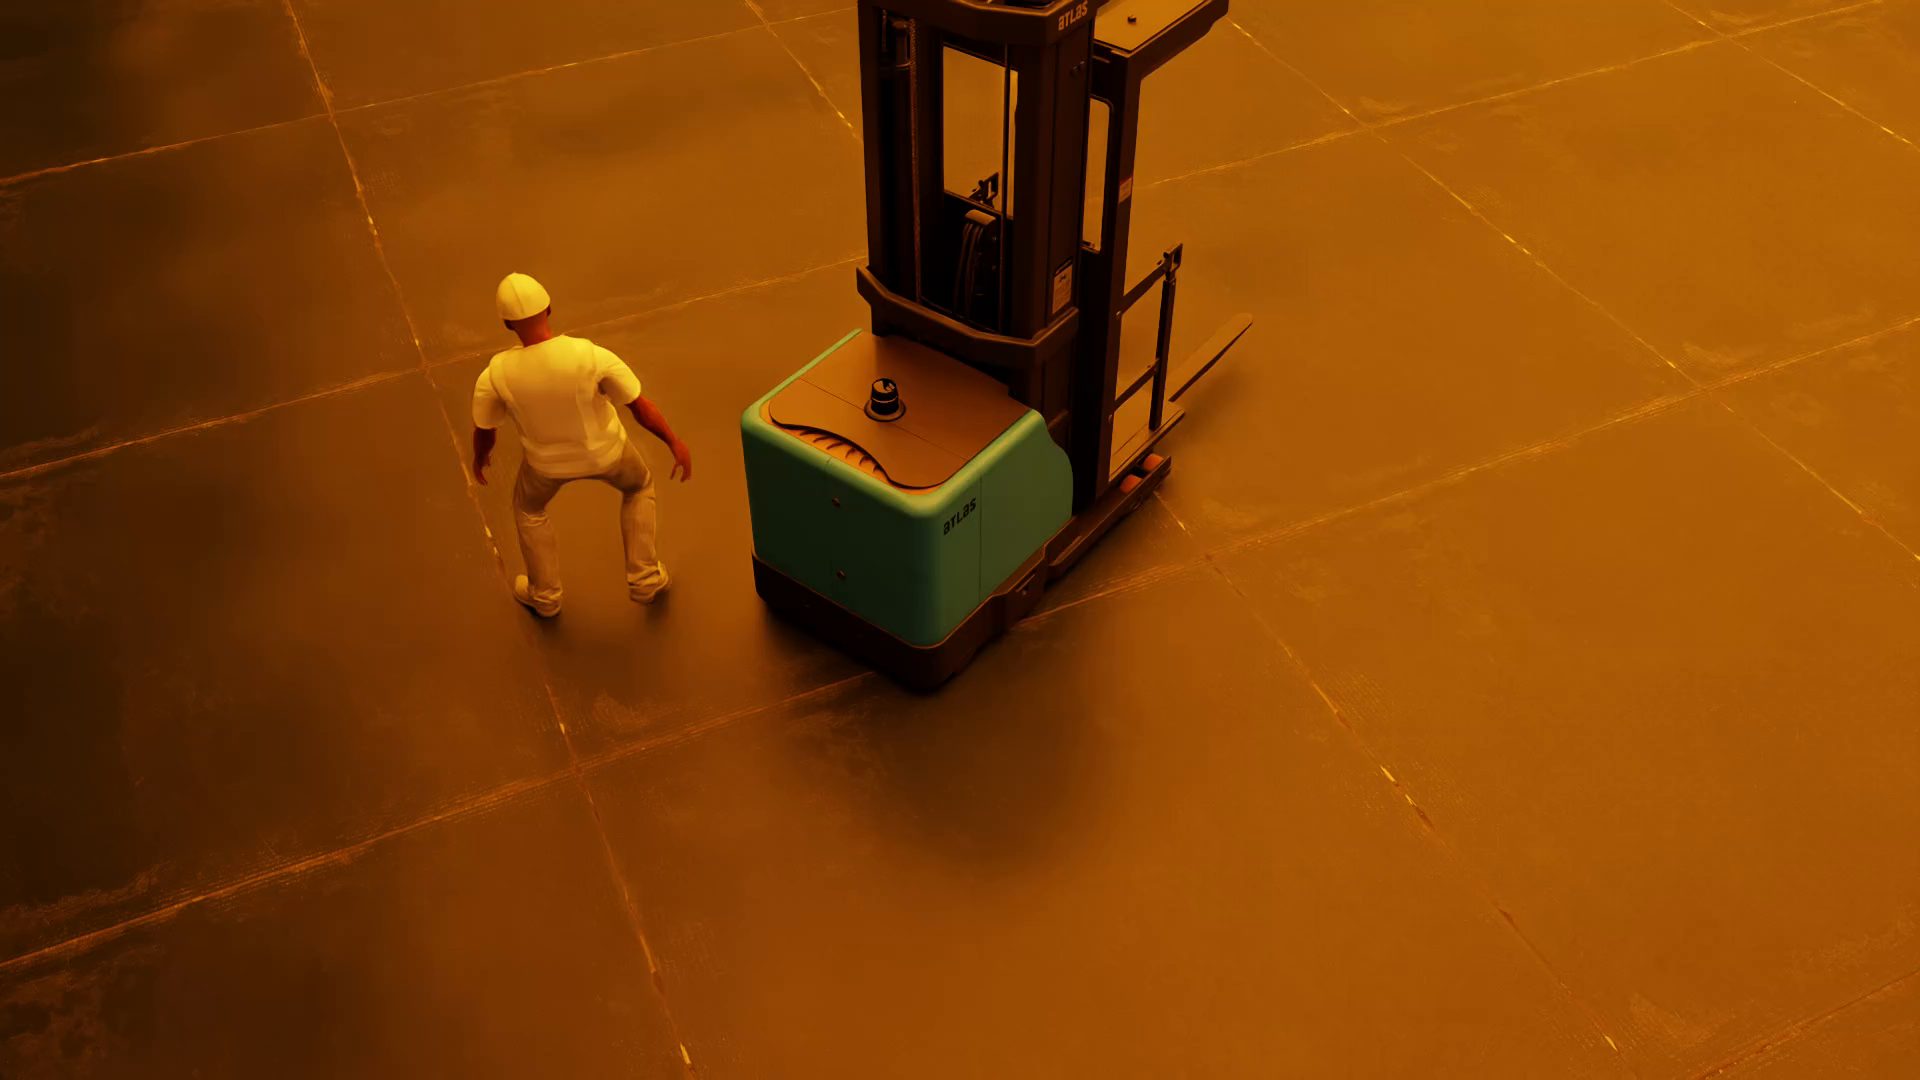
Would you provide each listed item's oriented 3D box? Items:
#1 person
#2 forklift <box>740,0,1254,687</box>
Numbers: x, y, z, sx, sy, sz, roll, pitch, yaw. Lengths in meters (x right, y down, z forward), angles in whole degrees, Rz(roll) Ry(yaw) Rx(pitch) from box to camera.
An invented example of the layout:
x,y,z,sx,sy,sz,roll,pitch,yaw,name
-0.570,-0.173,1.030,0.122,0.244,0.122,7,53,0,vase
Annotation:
x,y,z,sx,sy,sz,roll,pitch,yaw,name
-1.612,-0.399,7.033,0.945,1.678,0.493,-3,43,-3,person
0.369,-1.403,7.184,1.130,2.935,3.031,27,50,26,forklift
